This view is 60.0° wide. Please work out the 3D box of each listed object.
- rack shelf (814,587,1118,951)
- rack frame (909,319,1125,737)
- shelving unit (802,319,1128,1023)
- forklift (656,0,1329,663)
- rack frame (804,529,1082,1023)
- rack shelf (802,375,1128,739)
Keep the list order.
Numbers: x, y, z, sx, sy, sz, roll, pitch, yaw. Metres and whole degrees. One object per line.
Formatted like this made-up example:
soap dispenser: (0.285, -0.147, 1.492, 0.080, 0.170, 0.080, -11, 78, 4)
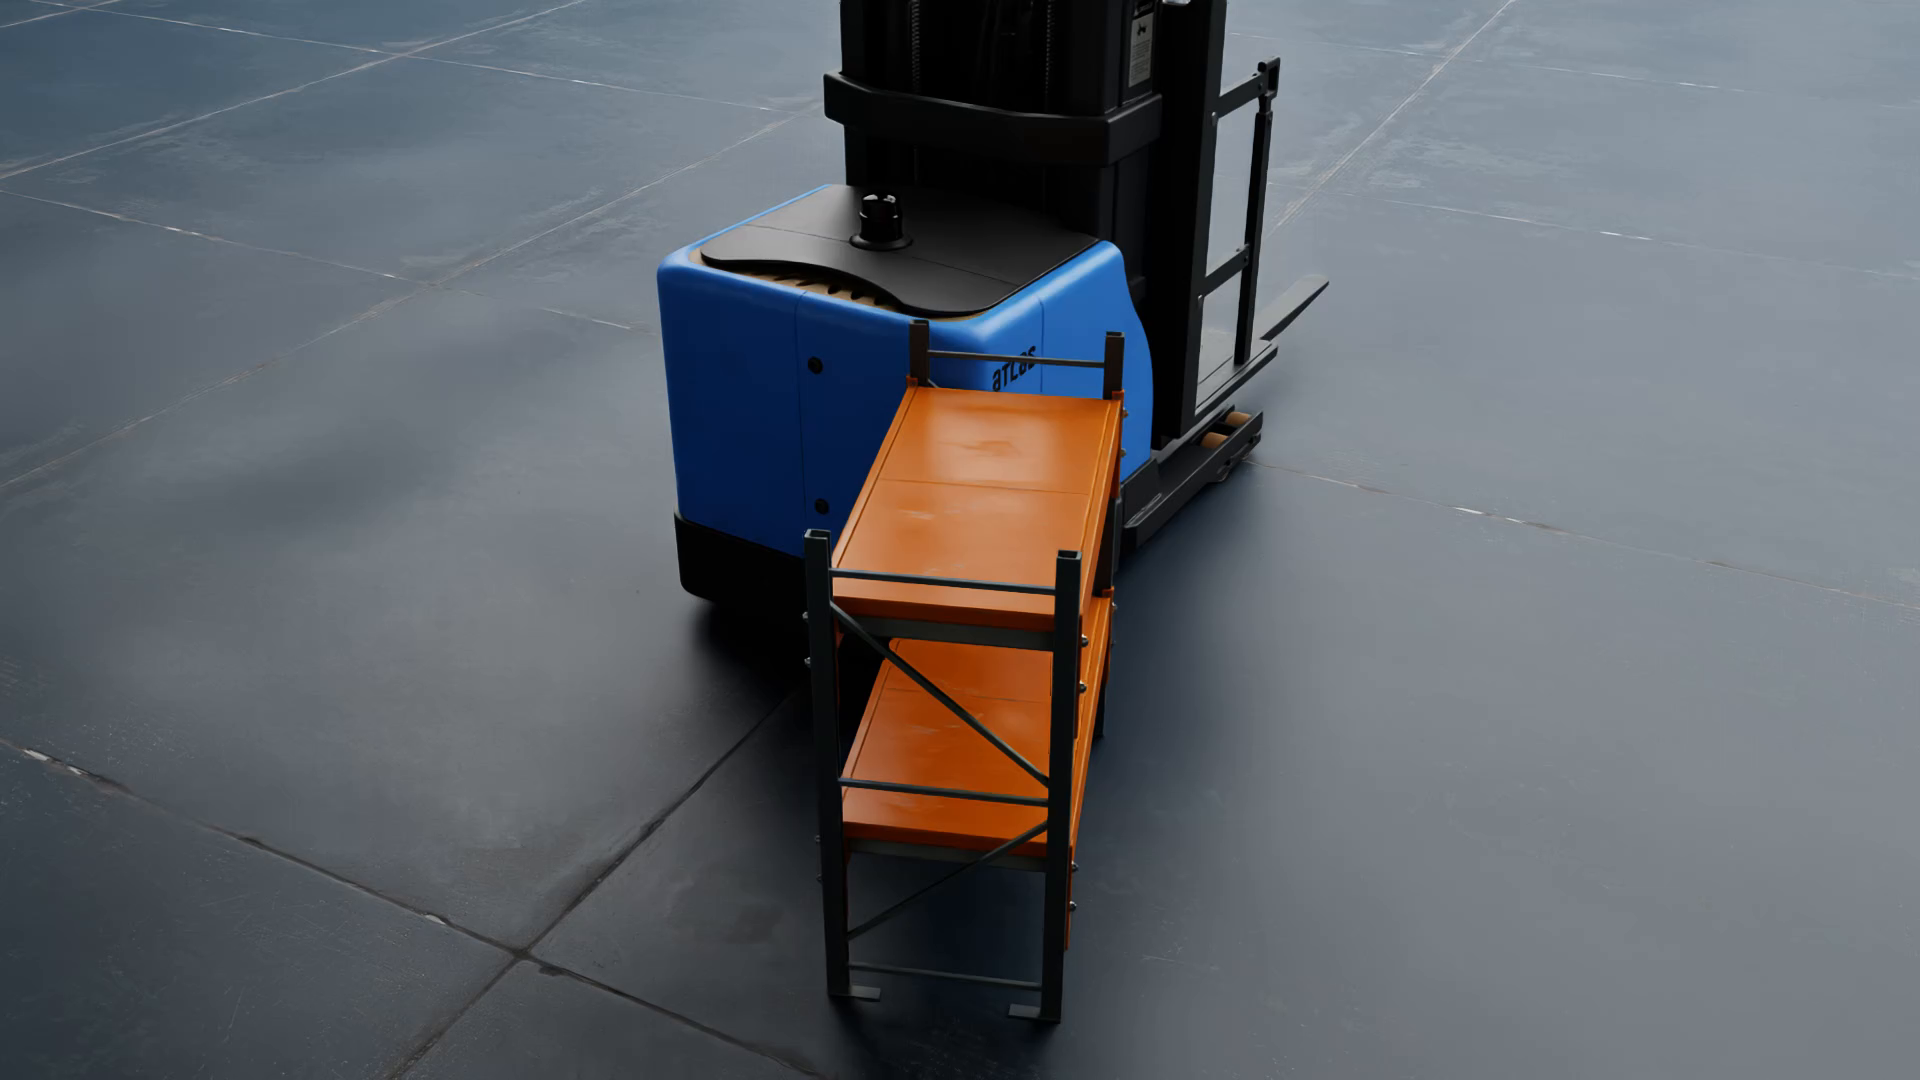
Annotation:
rack shelf: (0.049, 0.459, 3.809, 0.538, 0.278, 1.000, 5, 30, 8)
rack frame: (0.130, -0.002, 4.123, 0.500, 1.125, 0.032, 5, 30, 8)
shelving unit: (0.049, 0.247, 3.687, 0.538, 1.125, 1.048, 5, 30, 8)
forklift: (0.385, -1.577, 5.053, 1.130, 2.935, 3.031, 17, 34, 27)
rack frame: (-0.033, 0.496, 3.252, 0.500, 1.125, 0.032, 5, 30, 8)
rack shelf: (0.049, -0.007, 3.542, 0.538, 0.278, 1.000, 5, 30, 8)
